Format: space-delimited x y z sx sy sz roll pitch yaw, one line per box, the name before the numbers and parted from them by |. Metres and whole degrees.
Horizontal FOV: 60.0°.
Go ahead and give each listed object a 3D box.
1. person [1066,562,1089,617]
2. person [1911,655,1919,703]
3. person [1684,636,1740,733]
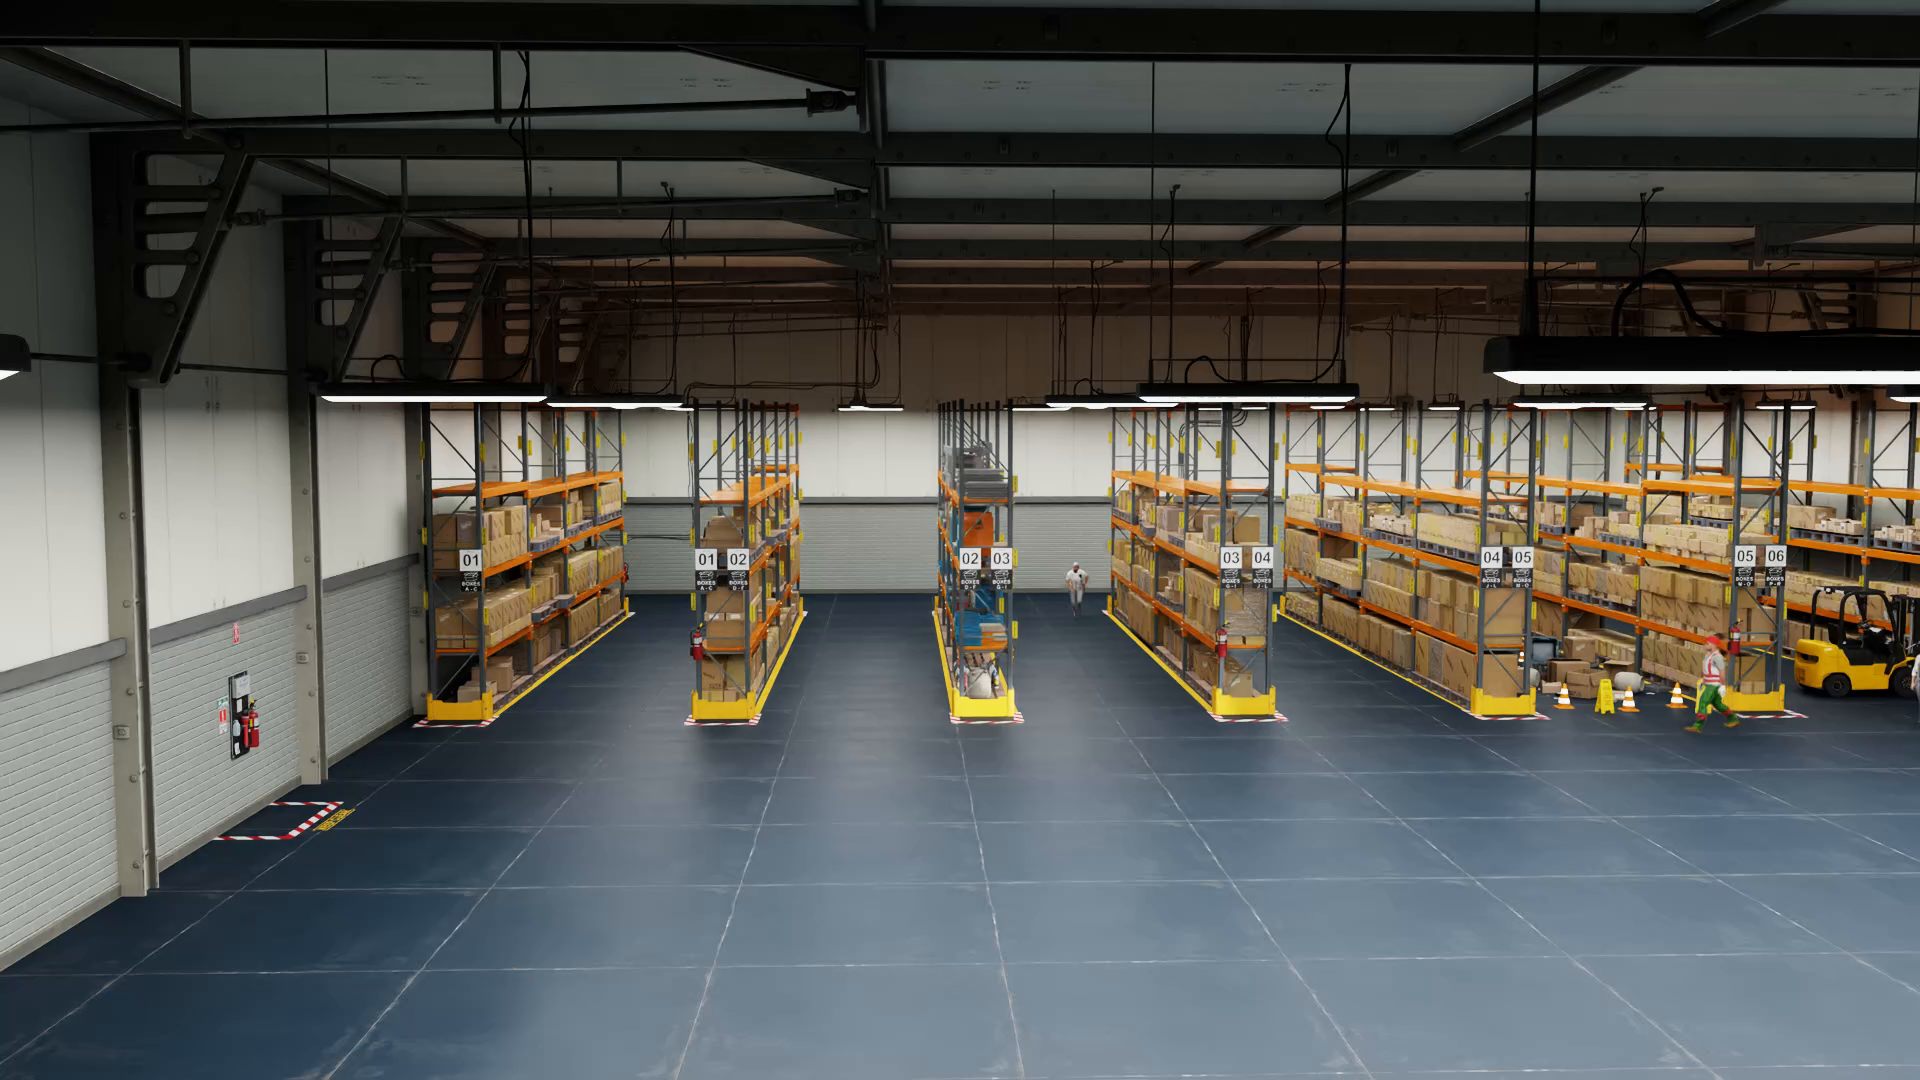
person | 3.289 1.394 46.667 0.641 1.579 0.747 1 4 9
person | 17.590 2.637 30.304 0.444 1.535 1.019 4 6 42
person | 13.510 2.586 29.797 1.075 1.748 0.535 0 4 -1
